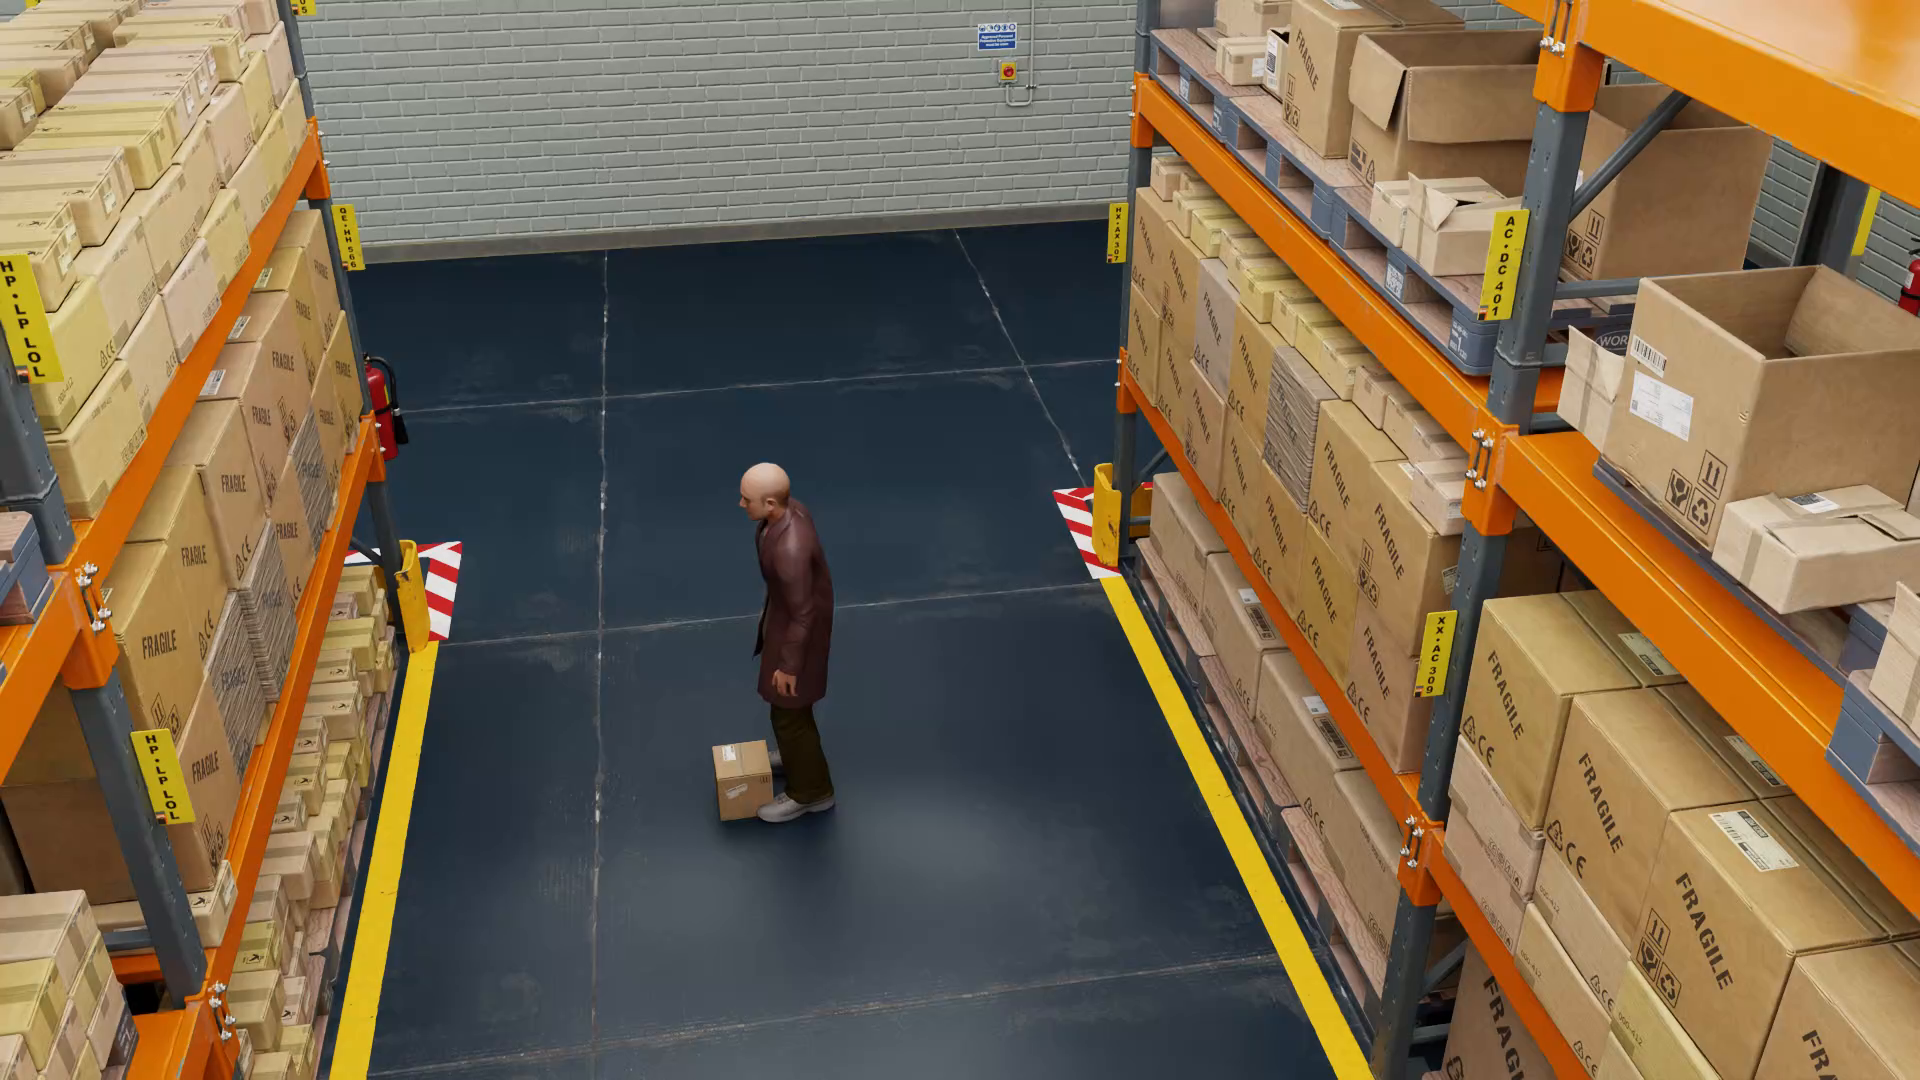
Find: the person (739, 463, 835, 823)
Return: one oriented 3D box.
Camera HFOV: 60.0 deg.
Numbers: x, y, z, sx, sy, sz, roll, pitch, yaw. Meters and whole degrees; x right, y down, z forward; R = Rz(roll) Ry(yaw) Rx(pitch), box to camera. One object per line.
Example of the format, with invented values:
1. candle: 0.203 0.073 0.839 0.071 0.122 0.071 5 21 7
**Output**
1. person: -0.767 0.437 7.408 0.419 1.774 0.645 -5 31 -9
